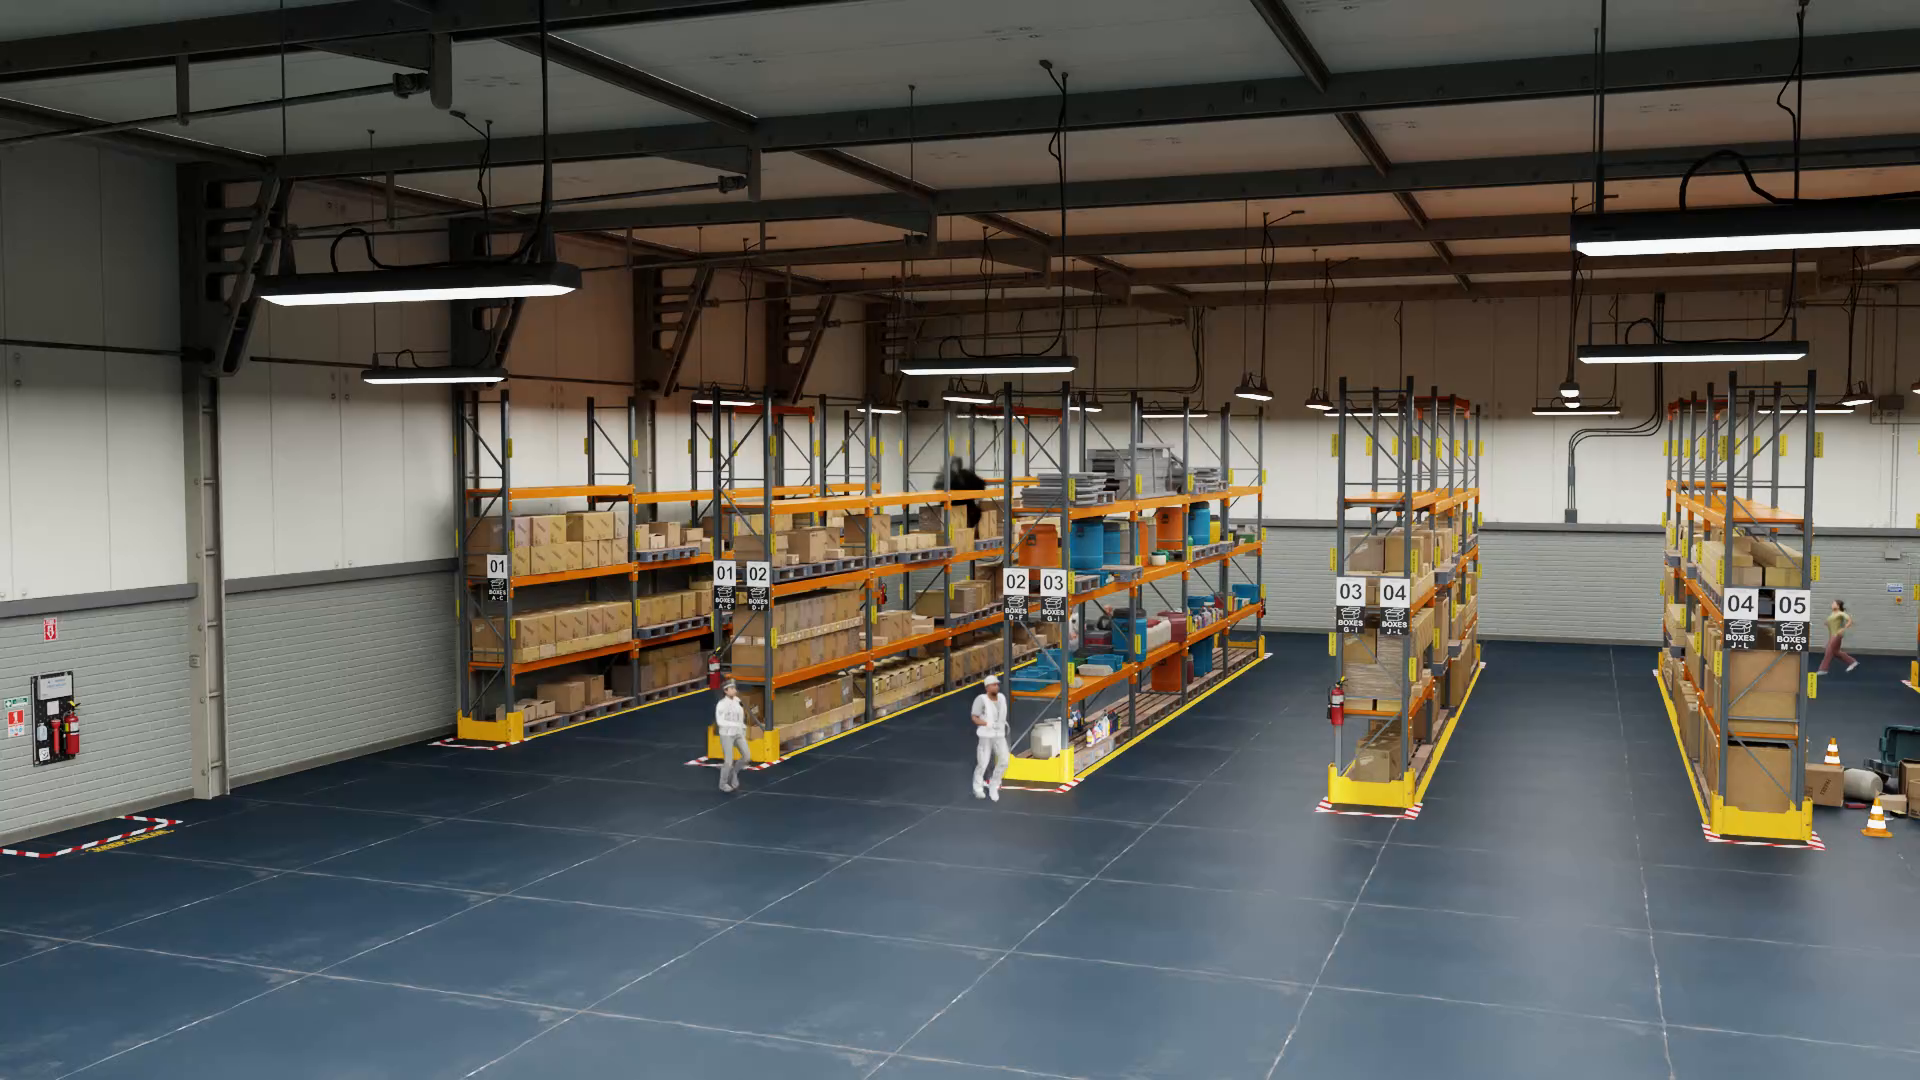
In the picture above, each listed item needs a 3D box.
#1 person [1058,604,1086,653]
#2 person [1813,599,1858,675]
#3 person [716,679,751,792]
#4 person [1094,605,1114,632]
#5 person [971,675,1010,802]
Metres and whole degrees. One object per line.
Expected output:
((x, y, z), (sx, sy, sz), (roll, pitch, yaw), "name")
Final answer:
((2.351, 2.172, 35.033), (0.650, 1.796, 0.883), (1, 3, 22), "person")
((19.268, 2.138, 36.553), (0.955, 1.667, 0.577), (1, 3, 9), "person")
((-3.278, 2.832, 24.124), (0.589, 1.659, 0.584), (3, 4, 43), "person")
((3.114, 2.218, 35.340), (0.683, 1.680, 0.590), (1, 3, 25), "person")
((0.474, 2.818, 23.631), (0.699, 1.794, 0.690), (-2, 4, -28), "person")
